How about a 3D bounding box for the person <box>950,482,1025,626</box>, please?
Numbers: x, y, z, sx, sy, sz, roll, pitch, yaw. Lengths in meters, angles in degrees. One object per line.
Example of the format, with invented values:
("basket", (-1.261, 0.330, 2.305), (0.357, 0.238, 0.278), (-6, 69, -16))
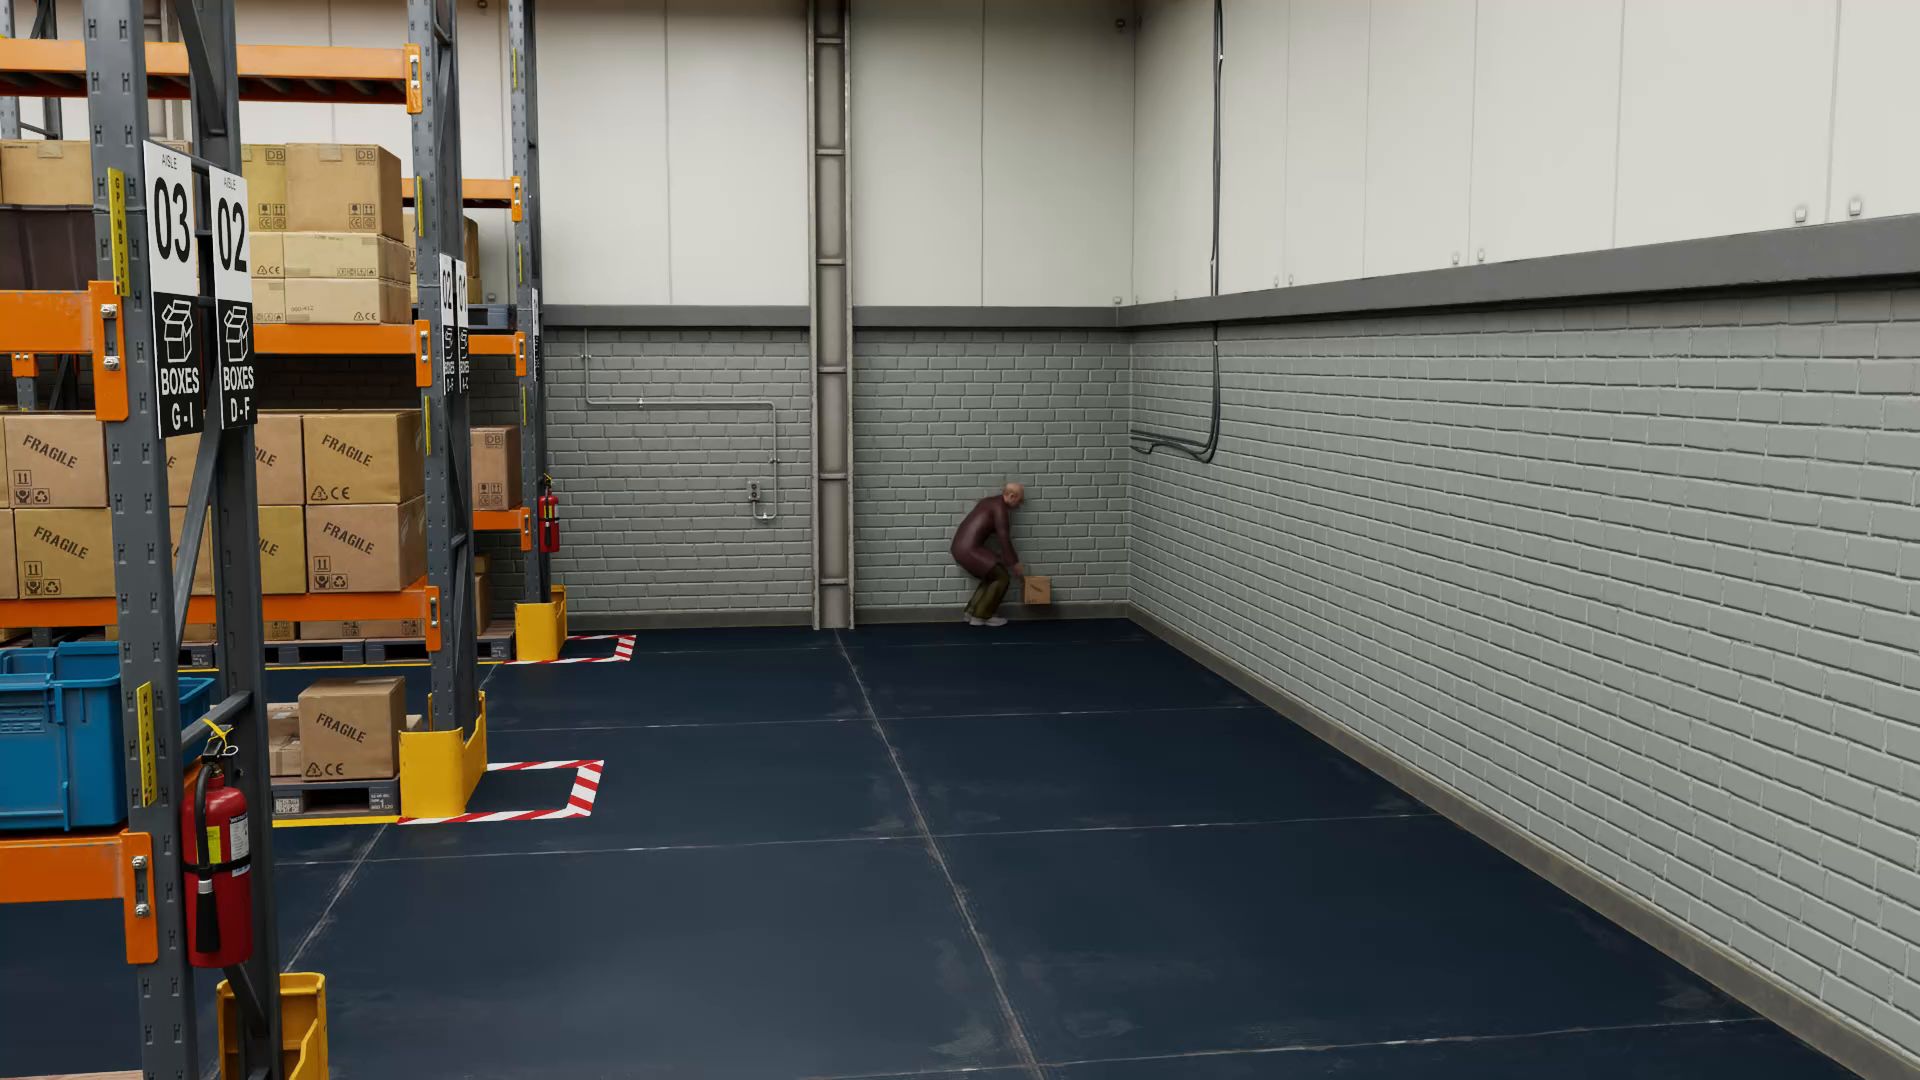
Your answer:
("person", (0.270, 0.129, 16.368), (0.735, 1.395, 0.631), (-1, 6, -9))
